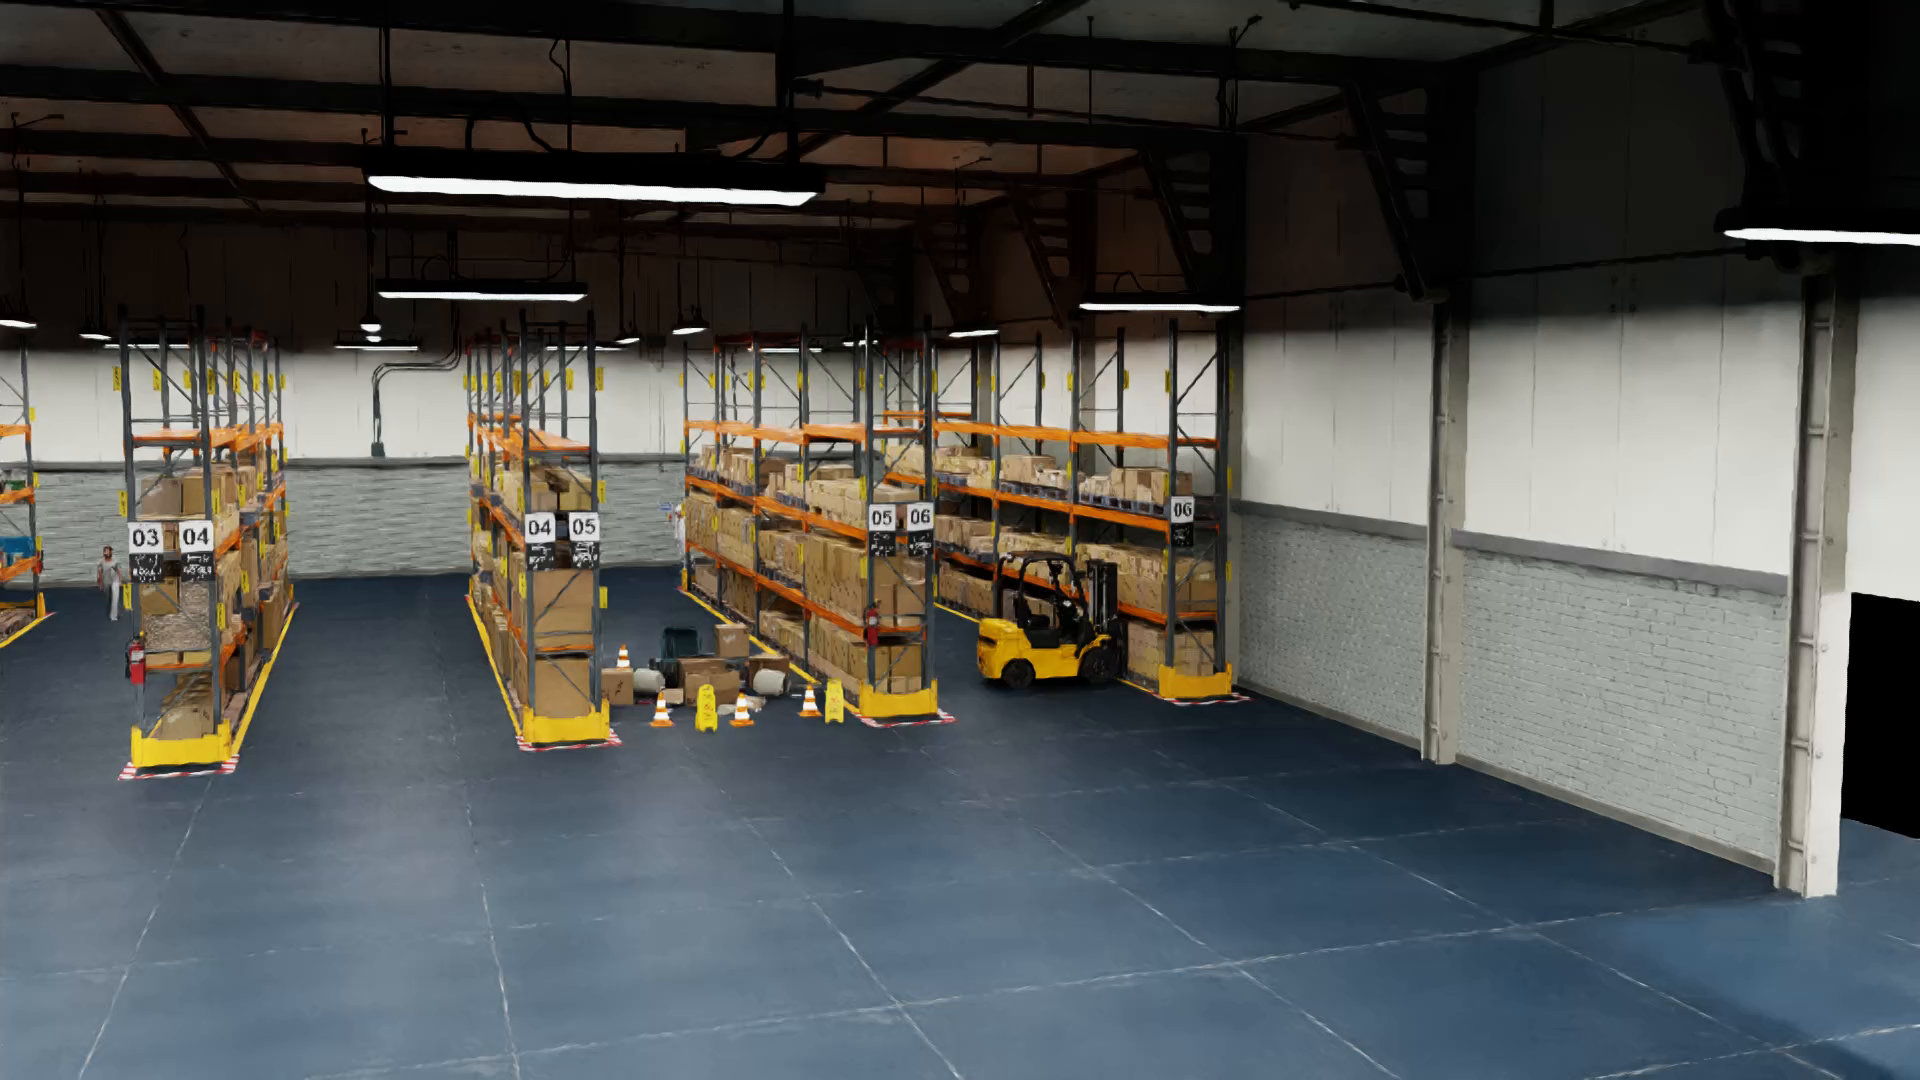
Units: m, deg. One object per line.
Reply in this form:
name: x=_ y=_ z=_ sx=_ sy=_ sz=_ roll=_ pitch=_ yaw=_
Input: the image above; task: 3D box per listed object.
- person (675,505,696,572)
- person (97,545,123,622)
person: x=-7.200 y=-0.028 z=43.585 sx=0.702 sy=1.779 sz=0.459 roll=4 pitch=7 yaw=36
person: x=-17.804 y=0.895 z=34.797 sx=0.446 sy=1.590 sz=1.110 roll=-2 pitch=6 yaw=-16
